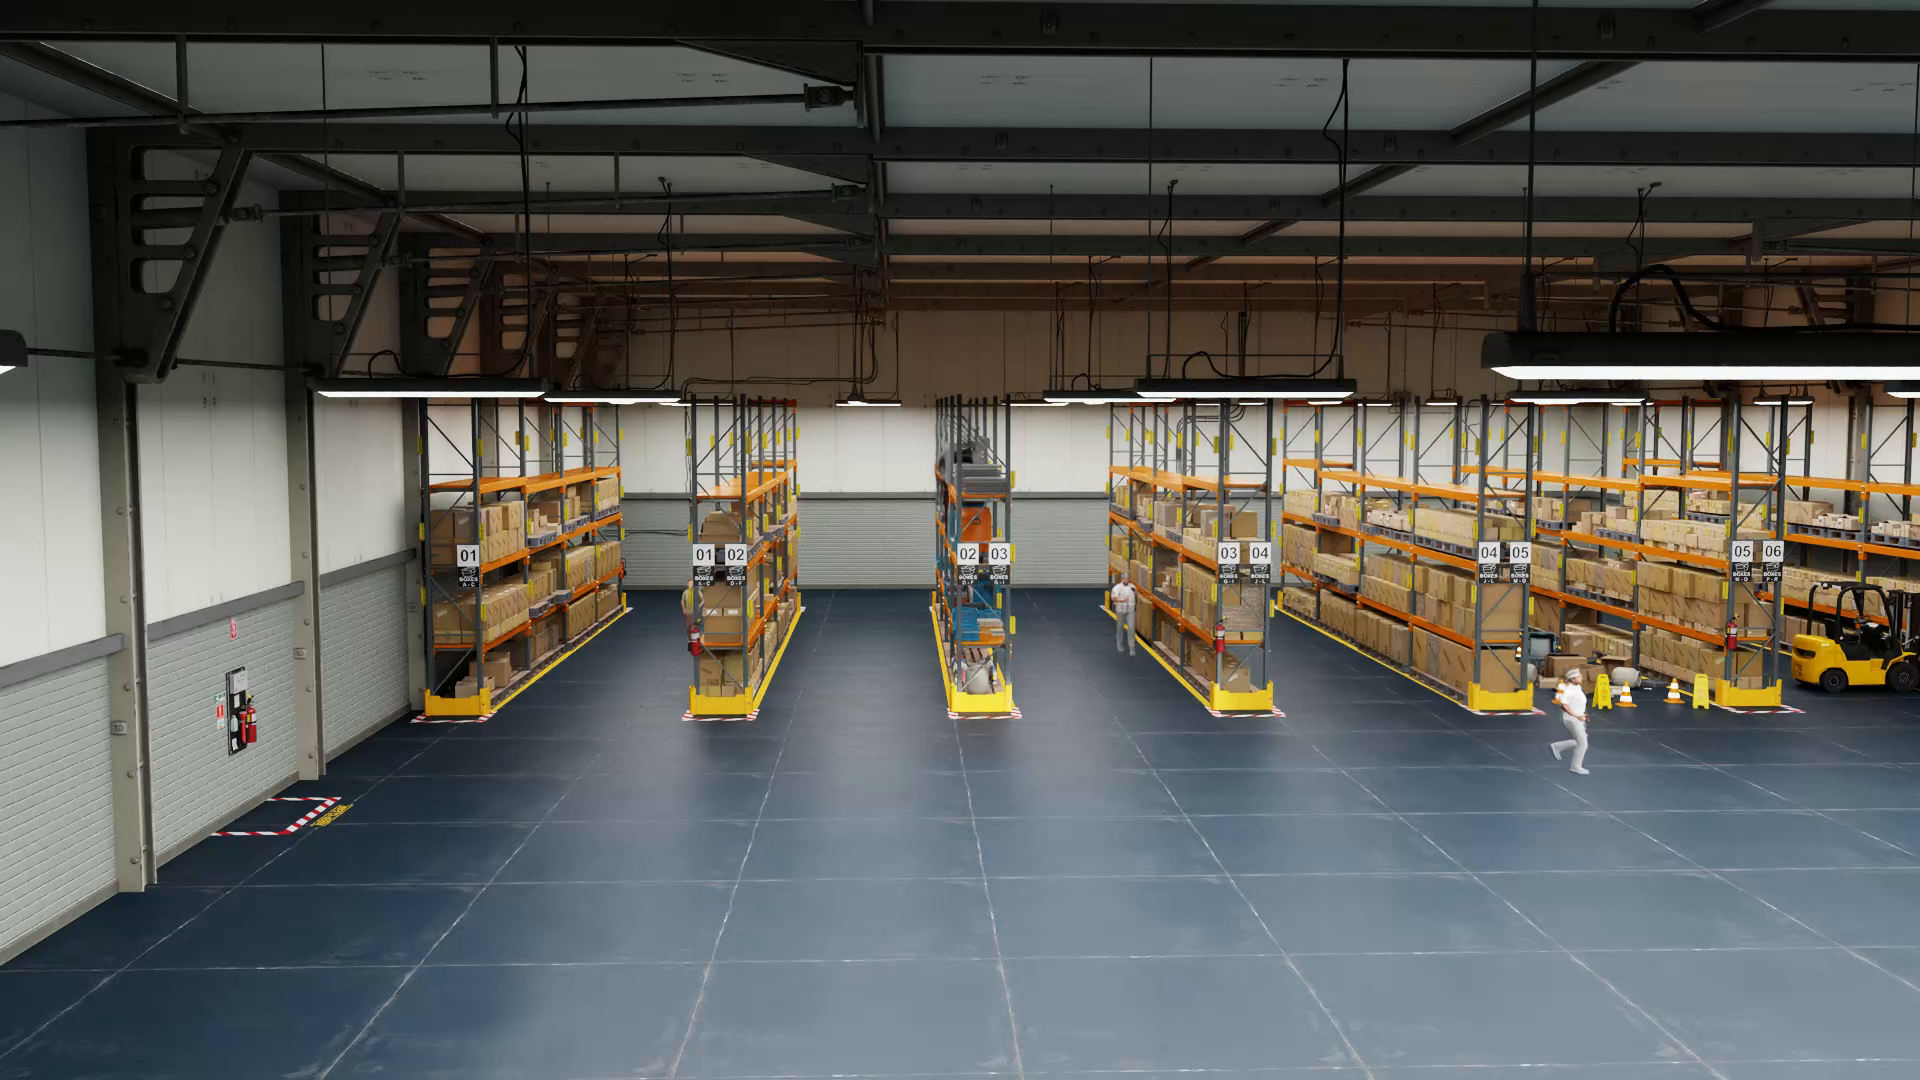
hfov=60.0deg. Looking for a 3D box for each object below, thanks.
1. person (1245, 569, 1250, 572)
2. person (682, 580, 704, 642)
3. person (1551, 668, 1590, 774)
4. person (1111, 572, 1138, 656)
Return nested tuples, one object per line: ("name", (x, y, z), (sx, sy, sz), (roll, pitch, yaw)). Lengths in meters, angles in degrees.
("person", (8.007, 1.232, 47.121), (0.528, 1.613, 0.759), (0, 5, 5))
("person", (-6.428, 1.768, 40.010), (0.574, 1.639, 0.531), (0, 4, 1))
("person", (9.645, 2.841, 26.254), (0.592, 1.668, 0.575), (3, 5, 33))
("person", (3.682, 1.619, 37.069), (0.639, 1.850, 0.790), (0, 5, -6))
